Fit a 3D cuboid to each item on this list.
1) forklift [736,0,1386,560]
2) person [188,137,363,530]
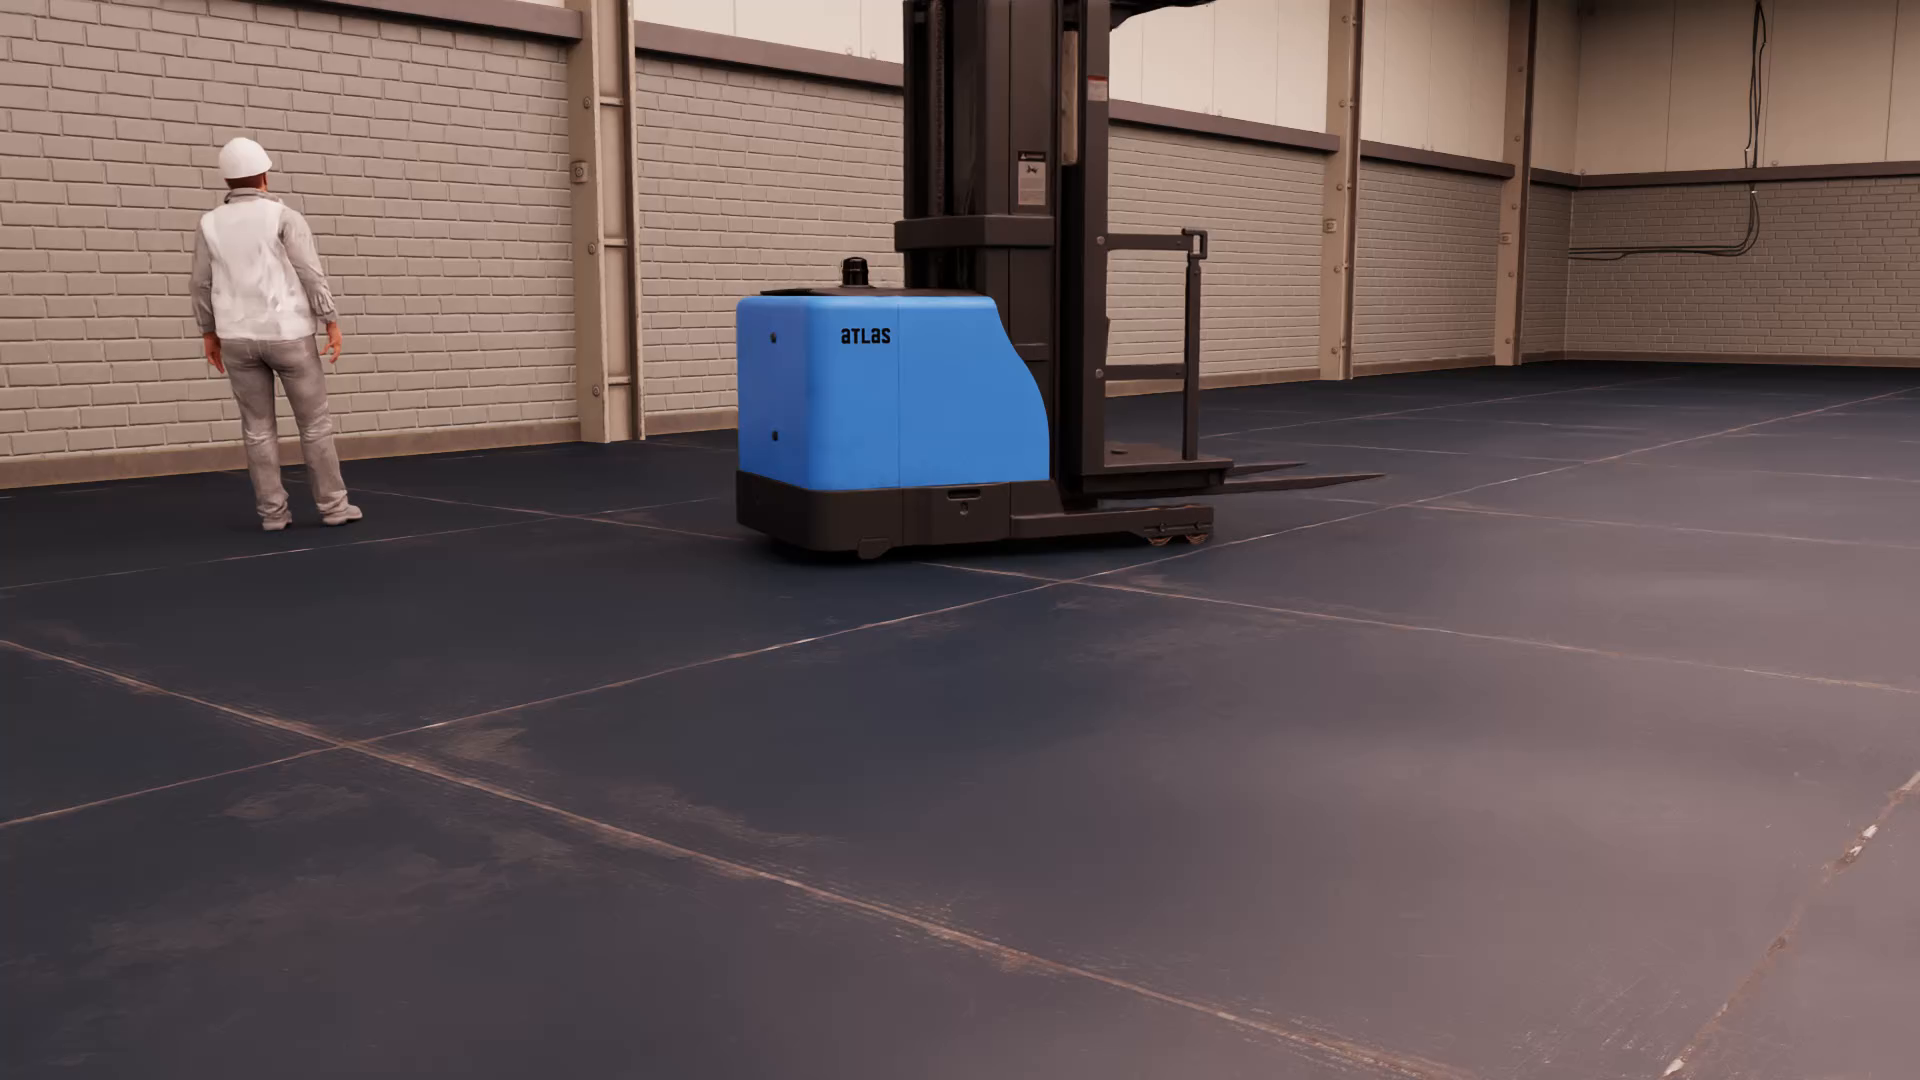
[{"bbox_3d":[0.556,-1.493,7.486,3.031,2.935,1.130,-4,9,-26],"label":"forklift"},{"bbox_3d":[-3.179,-0.945,7.707,0.639,1.778,0.566,0,8,-3],"label":"person"}]
